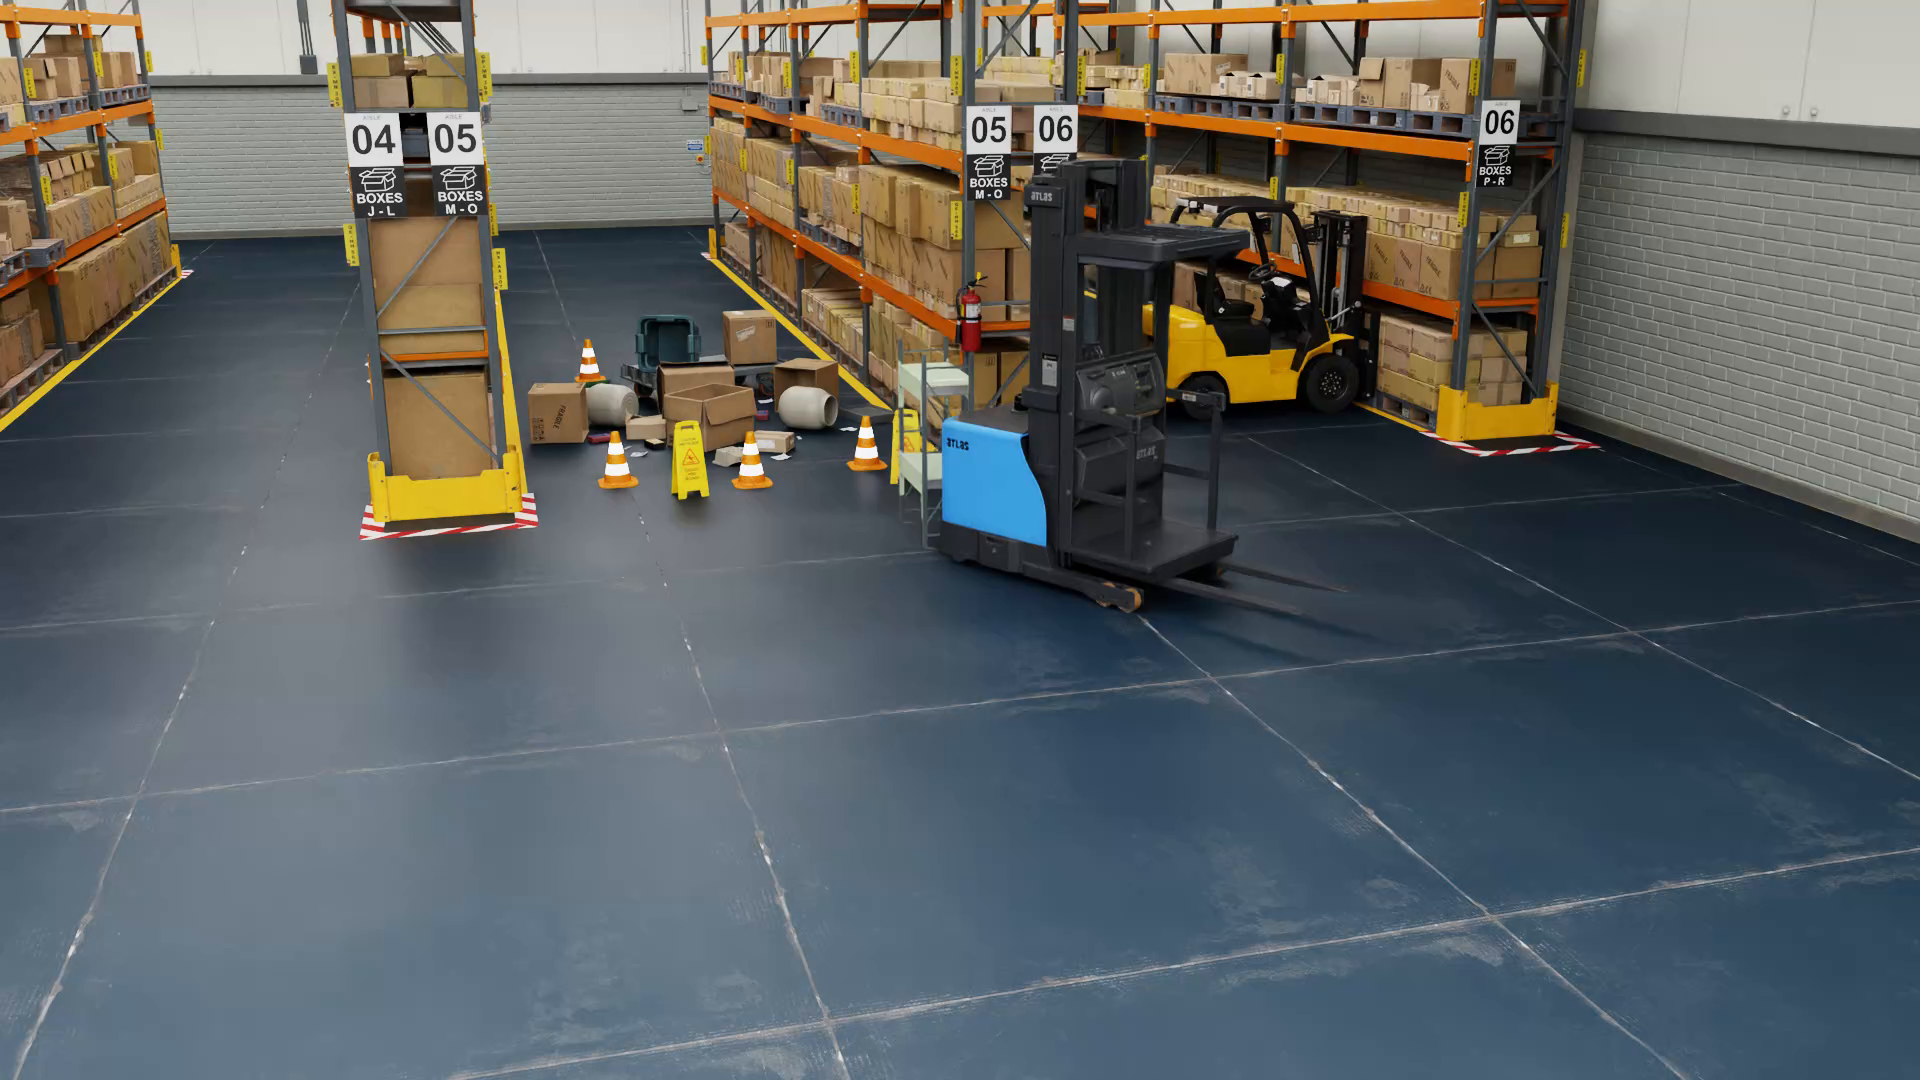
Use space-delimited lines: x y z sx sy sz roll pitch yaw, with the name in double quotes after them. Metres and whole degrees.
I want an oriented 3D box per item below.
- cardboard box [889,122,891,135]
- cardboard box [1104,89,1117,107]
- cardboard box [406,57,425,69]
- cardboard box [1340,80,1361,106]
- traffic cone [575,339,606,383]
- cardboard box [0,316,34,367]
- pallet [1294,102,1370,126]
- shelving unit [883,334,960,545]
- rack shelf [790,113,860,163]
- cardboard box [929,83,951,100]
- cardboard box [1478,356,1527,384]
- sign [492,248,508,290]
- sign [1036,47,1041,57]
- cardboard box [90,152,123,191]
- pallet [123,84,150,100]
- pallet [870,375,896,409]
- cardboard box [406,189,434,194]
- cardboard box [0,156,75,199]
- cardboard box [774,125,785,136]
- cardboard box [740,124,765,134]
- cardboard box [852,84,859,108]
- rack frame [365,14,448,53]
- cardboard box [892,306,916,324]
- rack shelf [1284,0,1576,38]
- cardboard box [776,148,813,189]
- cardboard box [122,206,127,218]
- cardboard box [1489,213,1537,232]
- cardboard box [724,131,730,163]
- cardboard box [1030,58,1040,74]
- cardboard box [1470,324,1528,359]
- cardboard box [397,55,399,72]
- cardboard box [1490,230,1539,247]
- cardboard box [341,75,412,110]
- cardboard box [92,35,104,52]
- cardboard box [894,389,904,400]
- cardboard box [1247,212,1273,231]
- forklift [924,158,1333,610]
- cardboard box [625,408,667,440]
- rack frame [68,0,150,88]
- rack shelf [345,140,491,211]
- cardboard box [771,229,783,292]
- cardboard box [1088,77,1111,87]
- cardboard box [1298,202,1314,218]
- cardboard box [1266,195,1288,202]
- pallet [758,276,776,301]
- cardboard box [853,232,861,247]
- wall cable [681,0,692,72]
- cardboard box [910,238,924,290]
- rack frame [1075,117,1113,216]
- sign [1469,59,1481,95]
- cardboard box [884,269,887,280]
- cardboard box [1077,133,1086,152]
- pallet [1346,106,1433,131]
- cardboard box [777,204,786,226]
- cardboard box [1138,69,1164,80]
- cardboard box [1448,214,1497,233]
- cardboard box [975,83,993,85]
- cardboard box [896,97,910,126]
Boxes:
-0.517 -4.204 16.956 0.380 0.149 0.250 -4 17 -14 "cardboard box"
2.431 -6.467 24.314 0.500 0.250 0.500 -5 17 -15 "cardboard box"
-6.938 -5.973 20.903 0.396 0.266 0.258 -5 17 -15 "cardboard box"
4.297 -4.783 17.775 0.396 0.266 0.258 -5 17 -17 "cardboard box"
-4.239 -2.058 19.000 0.336 0.463 0.334 -5 17 -15 "traffic cone"
-10.850 -2.203 18.651 0.700 0.500 0.500 -6 18 -20 "cardboard box"
4.440 -4.756 18.511 1.003 0.211 1.213 -5 17 -15 "pallet"
-0.305 -0.799 13.004 0.431 1.500 0.755 -5 17 -15 "shelving unit"
-1.140 -4.848 19.913 1.077 0.370 4.000 -5 17 -15 "rack shelf"
-0.070 -4.150 15.391 0.380 0.149 0.250 -5 17 -15 "cardboard box"
5.351 -1.760 16.776 0.500 0.250 0.500 -4 17 -14 "cardboard box"
-3.688 -2.171 13.324 0.100 0.325 0.005 -5 17 -15 "sign"
1.422 -8.814 30.328 0.100 0.325 0.005 -5 17 -15 "sign"
-12.203 -5.214 23.537 0.500 0.500 0.500 -5 17 -15 "cardboard box"
-13.203 -6.928 25.742 1.003 0.211 1.213 -5 17 -15 "pallet"
-0.372 -1.684 18.191 1.003 0.211 1.213 -5 17 -15 "pallet"
-4.975 -2.964 15.468 0.875 0.550 0.550 -5 17 -15 "cardboard box"
-11.771 -4.623 21.210 0.797 0.503 0.637 -4 17 -13 "cardboard box"
-2.712 -6.430 26.105 0.380 0.149 0.250 -4 17 -14 "cardboard box"
-3.294 -6.533 26.446 0.380 0.149 0.250 -5 17 -16 "cardboard box"
-0.890 -4.918 18.428 0.500 0.250 0.500 -5 17 -16 "cardboard box"
-5.322 -5.656 16.140 1.000 3.000 0.127 -5 17 -15 "rack frame"
-0.491 -2.316 17.068 0.380 0.149 0.250 -4 17 -12 "cardboard box"
4.731 -5.380 17.165 1.077 0.370 4.000 -5 17 -15 "rack shelf"
-2.232 -5.099 22.802 0.500 0.500 0.500 -4 17 -14 "cardboard box"
-12.151 -4.692 23.795 0.380 0.149 0.250 -5 18 -17 "cardboard box"
5.393 -3.100 16.240 0.380 0.149 0.250 -5 17 -16 "cardboard box"
-3.595 -6.471 27.369 0.500 0.500 0.500 -5 17 -15 "cardboard box"
1.465 -7.816 27.417 0.500 0.250 0.500 -5 17 -16 "cardboard box"
5.330 -2.000 16.709 0.500 0.250 0.500 -5 17 -16 "cardboard box"
-5.131 -4.182 14.593 0.380 0.149 0.250 -5 17 -16 "cardboard box"
5.437 -2.962 16.298 0.380 0.149 0.250 -5 17 -17 "cardboard box"
-4.626 -3.546 13.169 0.500 0.250 0.500 -4 17 -15 "cardboard box"
-12.871 -7.271 24.350 0.500 0.250 0.500 -5 18 -17 "cardboard box"
-0.382 -1.609 17.143 0.500 0.250 0.500 -5 17 -16 "cardboard box"
3.800 -3.879 20.043 0.500 0.250 0.500 -5 17 -16 "cardboard box"
1.162 -1.110 11.552 3.031 2.935 1.130 15 22 40 "forklift"
-3.079 -1.144 16.298 0.396 0.266 0.258 -2 17 -6 "cardboard box"
-13.417 -8.611 25.978 1.000 3.000 0.127 -5 17 -15 "rack frame"
-4.772 -3.322 14.833 1.077 0.370 4.000 -5 17 -15 "rack shelf"
-2.286 -4.184 24.631 0.875 0.875 0.875 -4 17 -14 "cardboard box"
2.129 -6.837 24.817 0.380 0.149 0.250 -4 17 -14 "cardboard box"
4.088 -3.774 19.000 0.380 0.149 0.250 -4 17 -14 "cardboard box"
3.874 -4.031 19.857 0.380 0.149 0.250 -4 17 -13 "cardboard box"
-2.504 -3.872 25.476 1.003 0.211 1.213 -5 17 -15 "pallet"
-0.997 -3.404 18.776 0.380 0.149 0.250 -4 17 -14 "cardboard box"
-5.722 -10.946 33.750 0.463 3.000 0.029 -5 17 -15 "wall cable"
-0.173 -2.692 16.010 0.500 0.500 0.500 -5 17 -16 "cardboard box"
1.983 -5.809 27.076 1.000 3.000 0.127 -5 17 -15 "rack frame"
4.755 -4.273 15.348 0.100 0.325 0.005 -5 17 -15 "sign"
-0.591 -2.833 17.605 0.380 0.149 0.250 -5 17 -16 "cardboard box"
1.829 -6.671 28.388 0.500 0.500 0.500 -5 17 -17 "cardboard box"
4.772 -4.419 17.390 1.003 0.211 1.213 -5 17 -15 "pallet"
-2.234 -4.496 22.968 0.500 0.250 0.500 -4 17 -14 "cardboard box"
2.703 -6.472 23.121 0.380 0.149 0.250 -4 17 -13 "cardboard box"
4.979 -3.073 16.149 0.380 0.149 0.250 -5 17 -15 "cardboard box"
0.356 -4.187 15.514 0.380 0.149 0.250 -5 17 -16 "cardboard box"
-0.316 -4.145 16.068 0.500 0.250 0.500 -5 17 -15 "cardboard box"
